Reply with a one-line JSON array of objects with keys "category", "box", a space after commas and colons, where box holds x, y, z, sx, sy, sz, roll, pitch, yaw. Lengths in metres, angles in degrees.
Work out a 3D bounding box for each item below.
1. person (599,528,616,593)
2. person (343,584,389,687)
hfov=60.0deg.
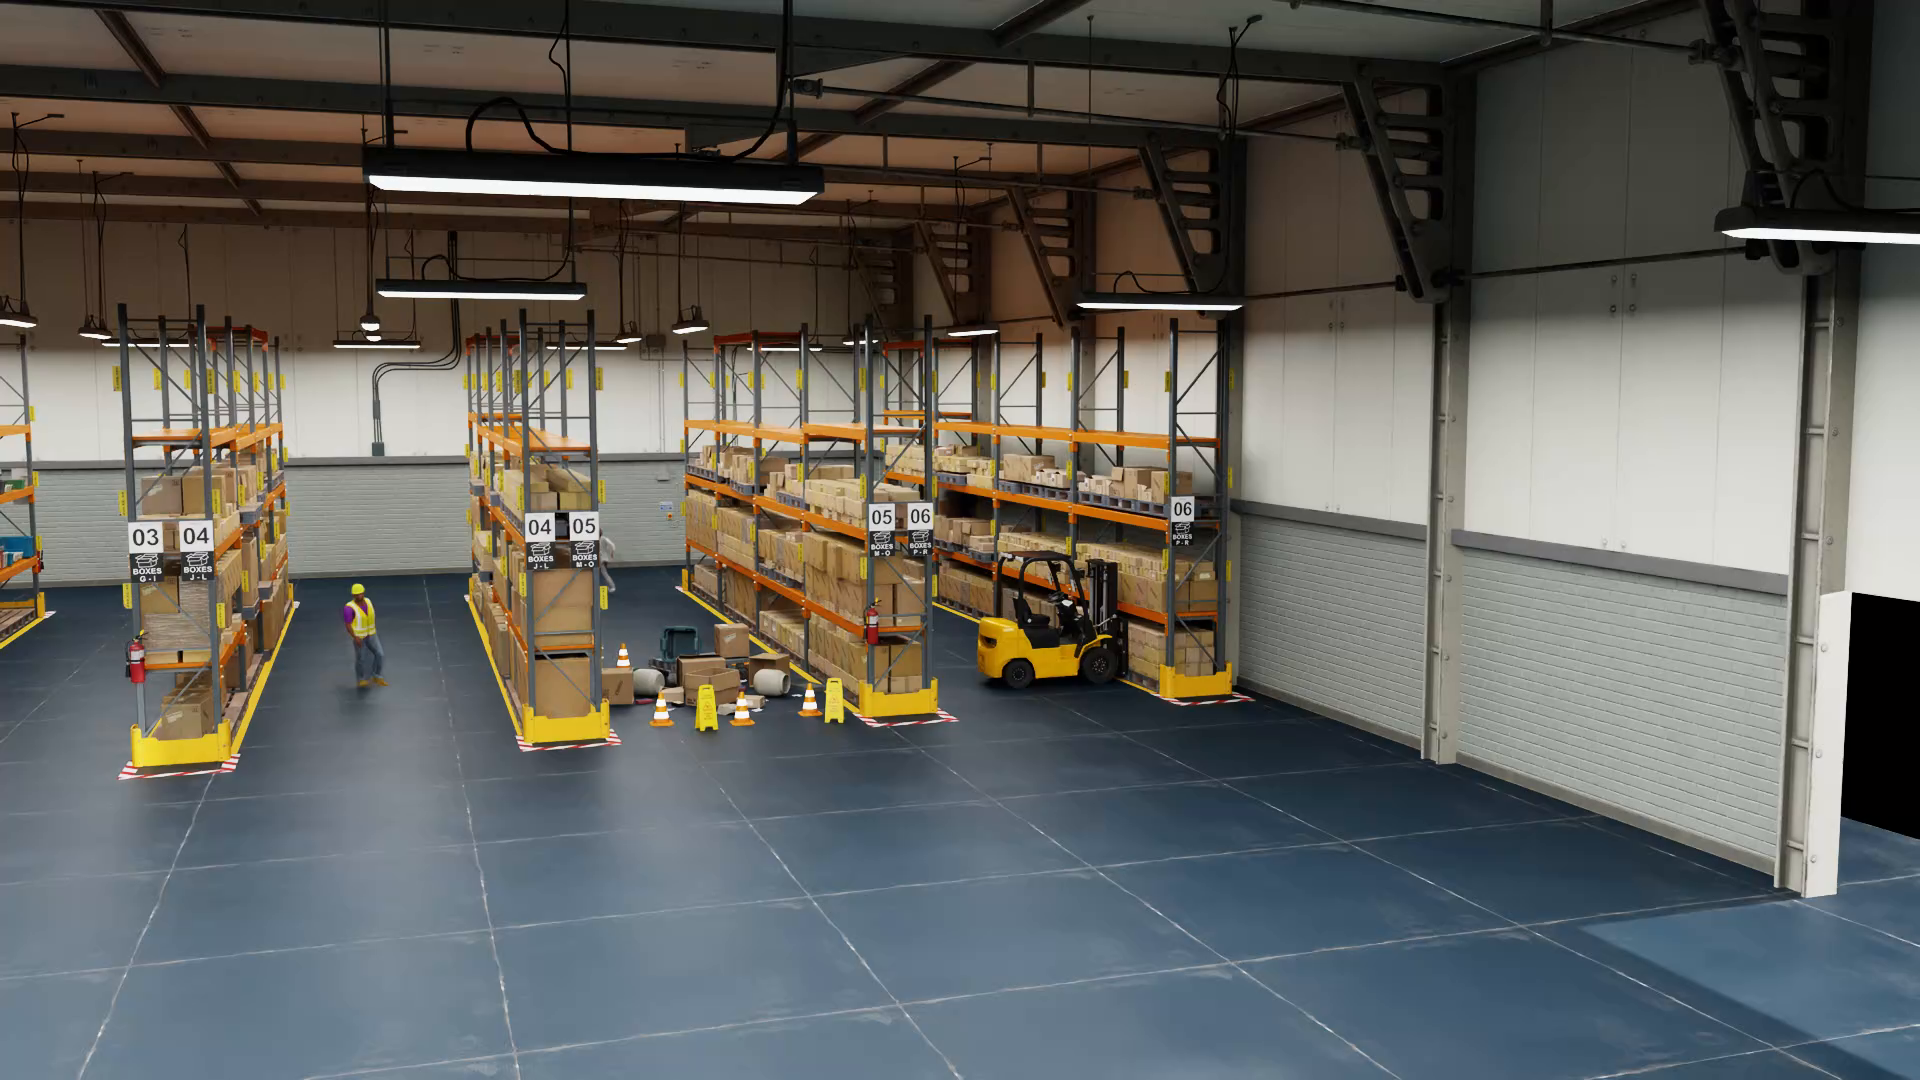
[{"category": "person", "box": [-8.391, 0.488, 39.037, 0.581, 1.564, 0.859, -5, 7, -41]}, {"category": "person", "box": [-9.722, 1.567, 27.100, 0.651, 1.751, 0.709, 4, 7, 36]}]
